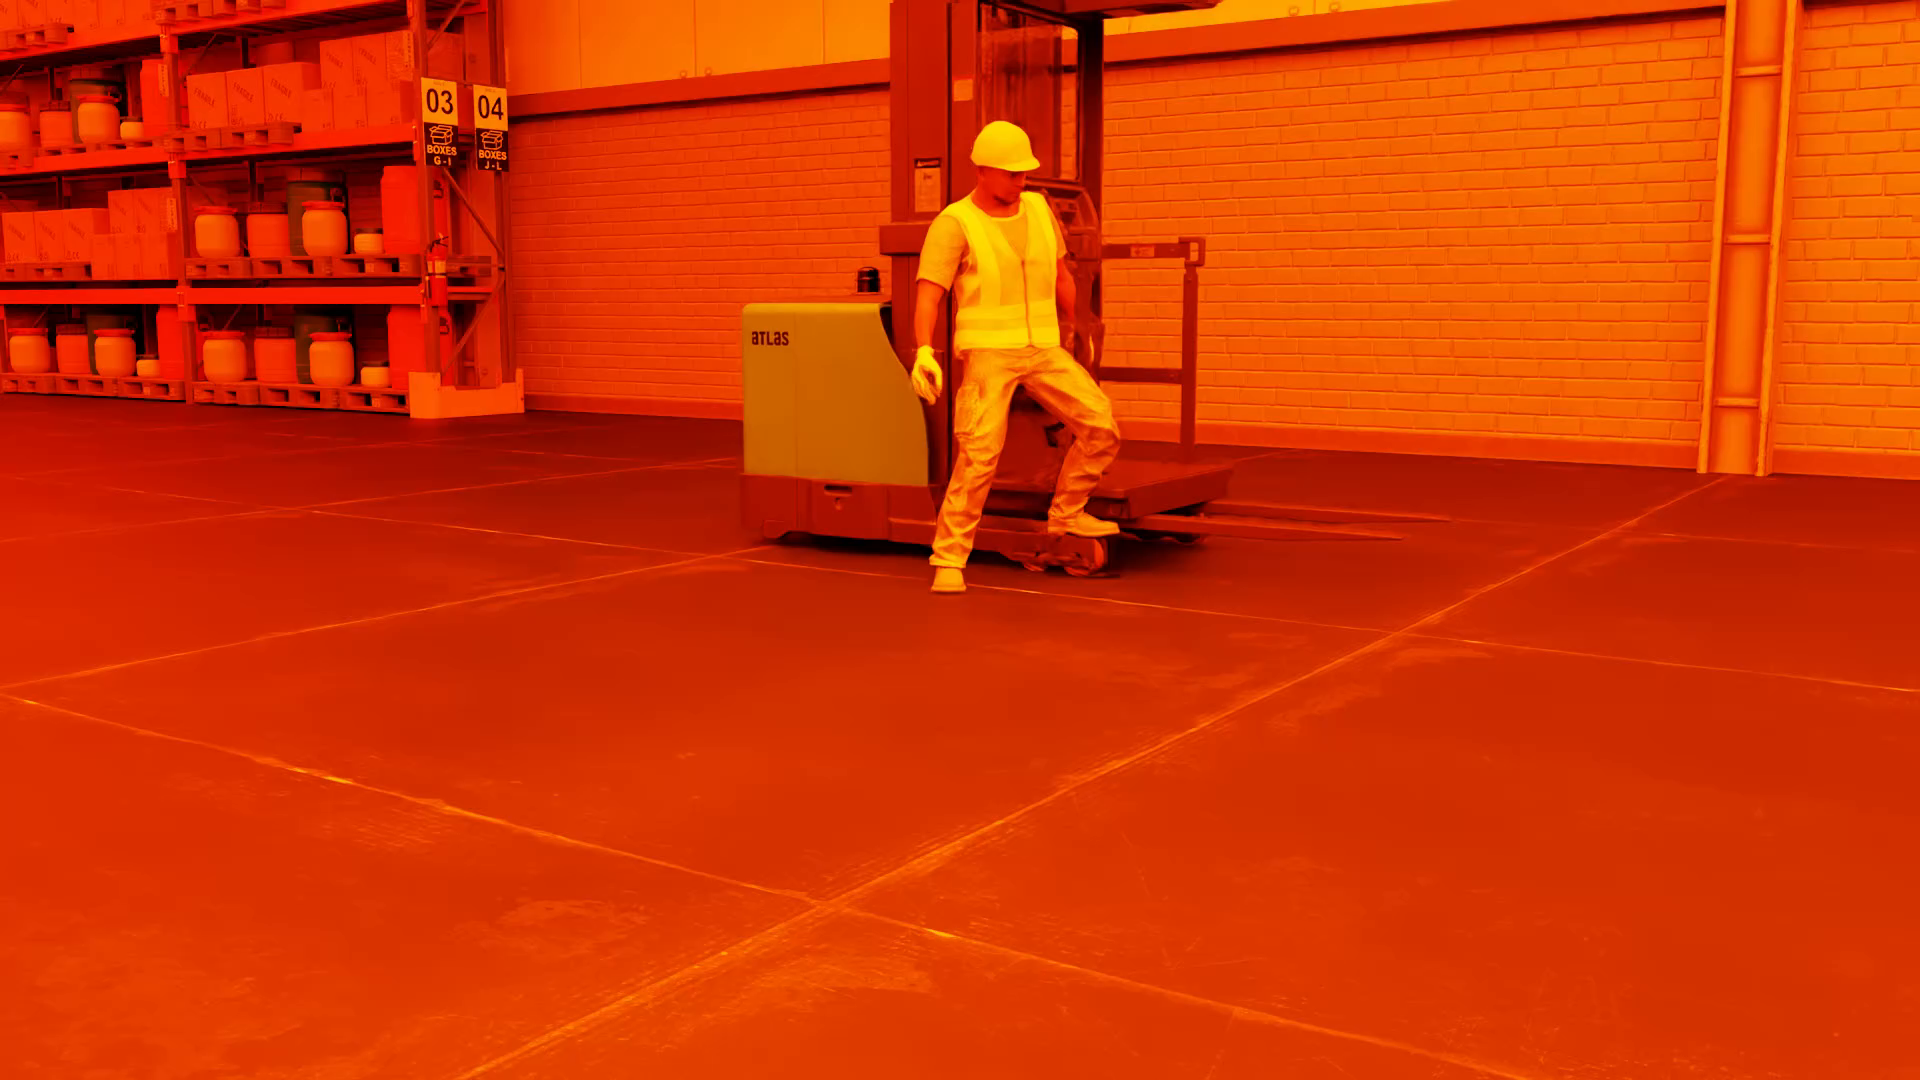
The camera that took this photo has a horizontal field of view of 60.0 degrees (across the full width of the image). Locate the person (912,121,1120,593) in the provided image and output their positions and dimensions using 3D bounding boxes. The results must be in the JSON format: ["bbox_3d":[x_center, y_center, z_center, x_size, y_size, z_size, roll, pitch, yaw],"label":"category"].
[{"bbox_3d":[0.194,-0.685,6.278,0.937,1.733,0.450,-5,9,-30],"label":"person"}]

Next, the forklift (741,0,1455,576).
[{"bbox_3d":[0.521,-1.392,6.980,3.031,2.935,1.130,5,10,32],"label":"forklift"}]
